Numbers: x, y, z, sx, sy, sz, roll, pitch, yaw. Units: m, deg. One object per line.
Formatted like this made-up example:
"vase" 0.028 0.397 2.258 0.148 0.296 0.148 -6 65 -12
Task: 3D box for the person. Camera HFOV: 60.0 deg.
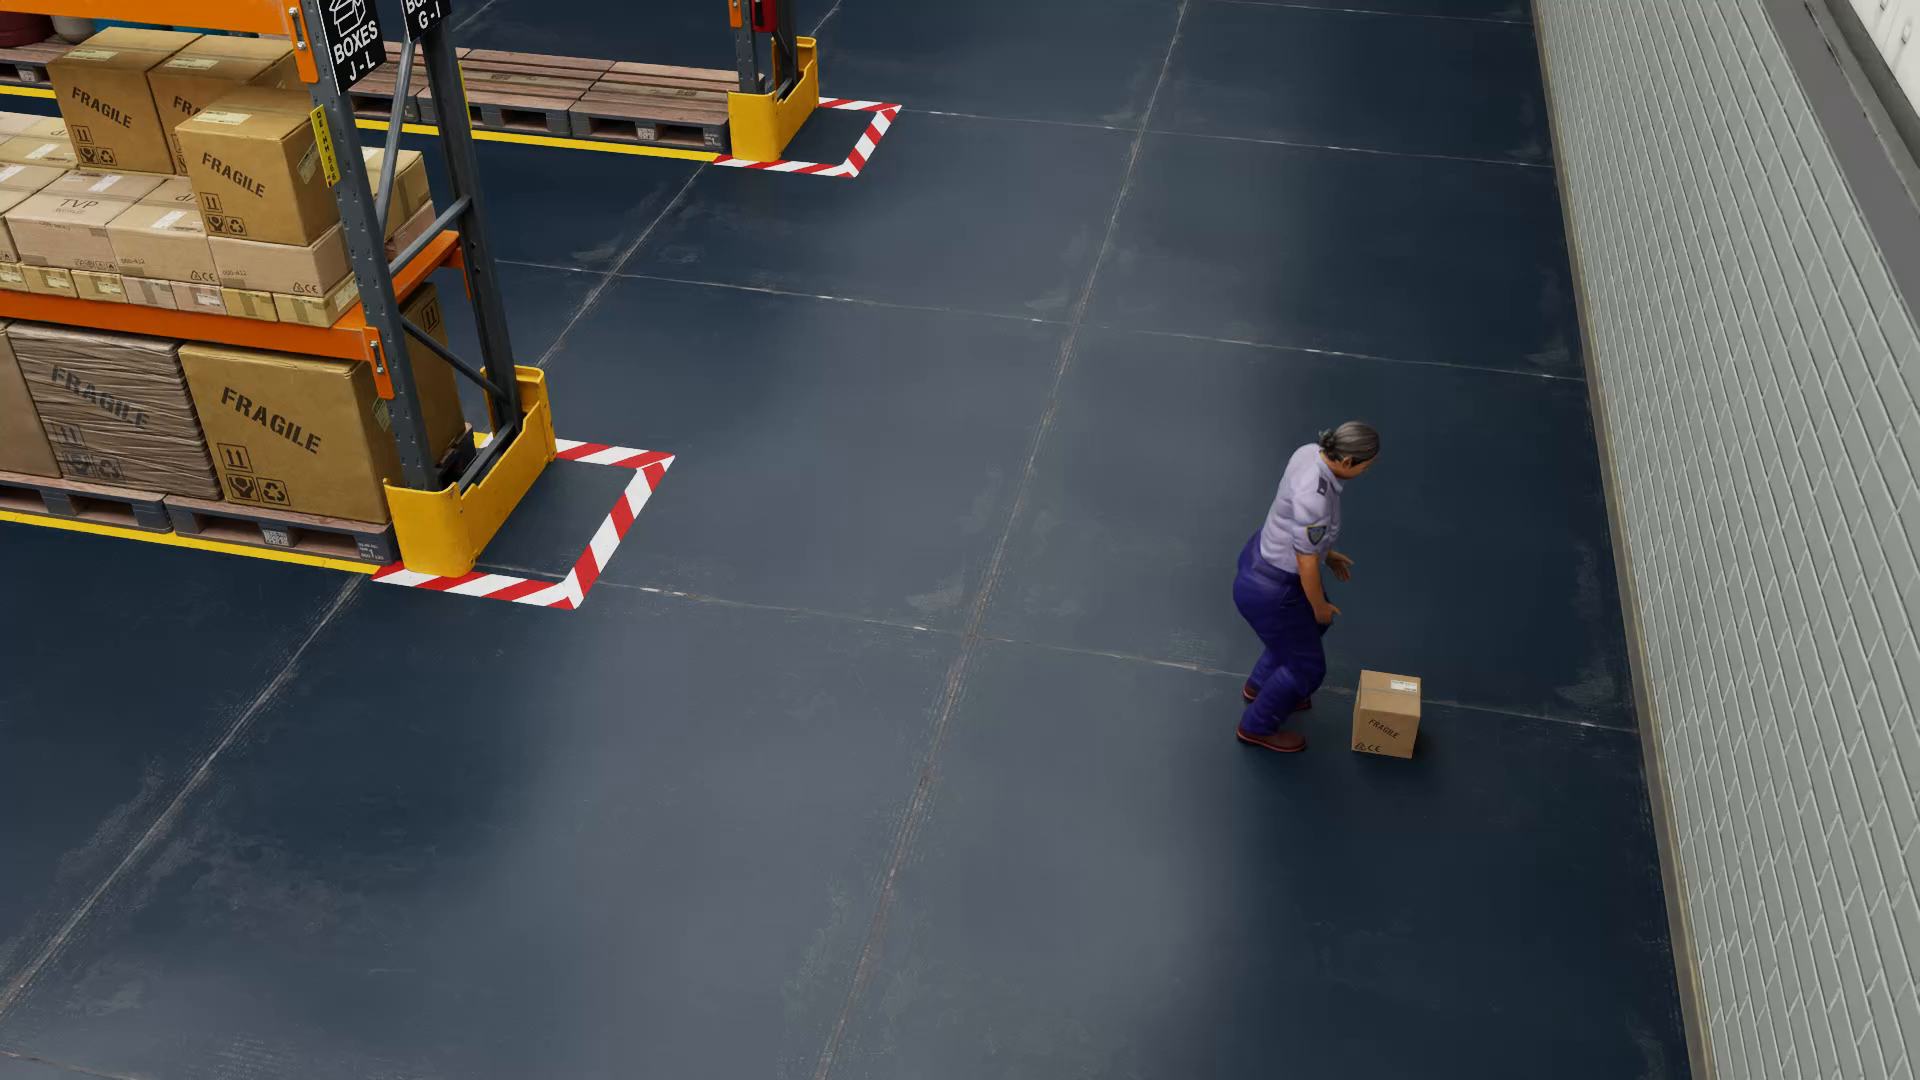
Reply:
"person" 1.382 0.158 6.862 0.485 1.546 0.515 8 38 11
